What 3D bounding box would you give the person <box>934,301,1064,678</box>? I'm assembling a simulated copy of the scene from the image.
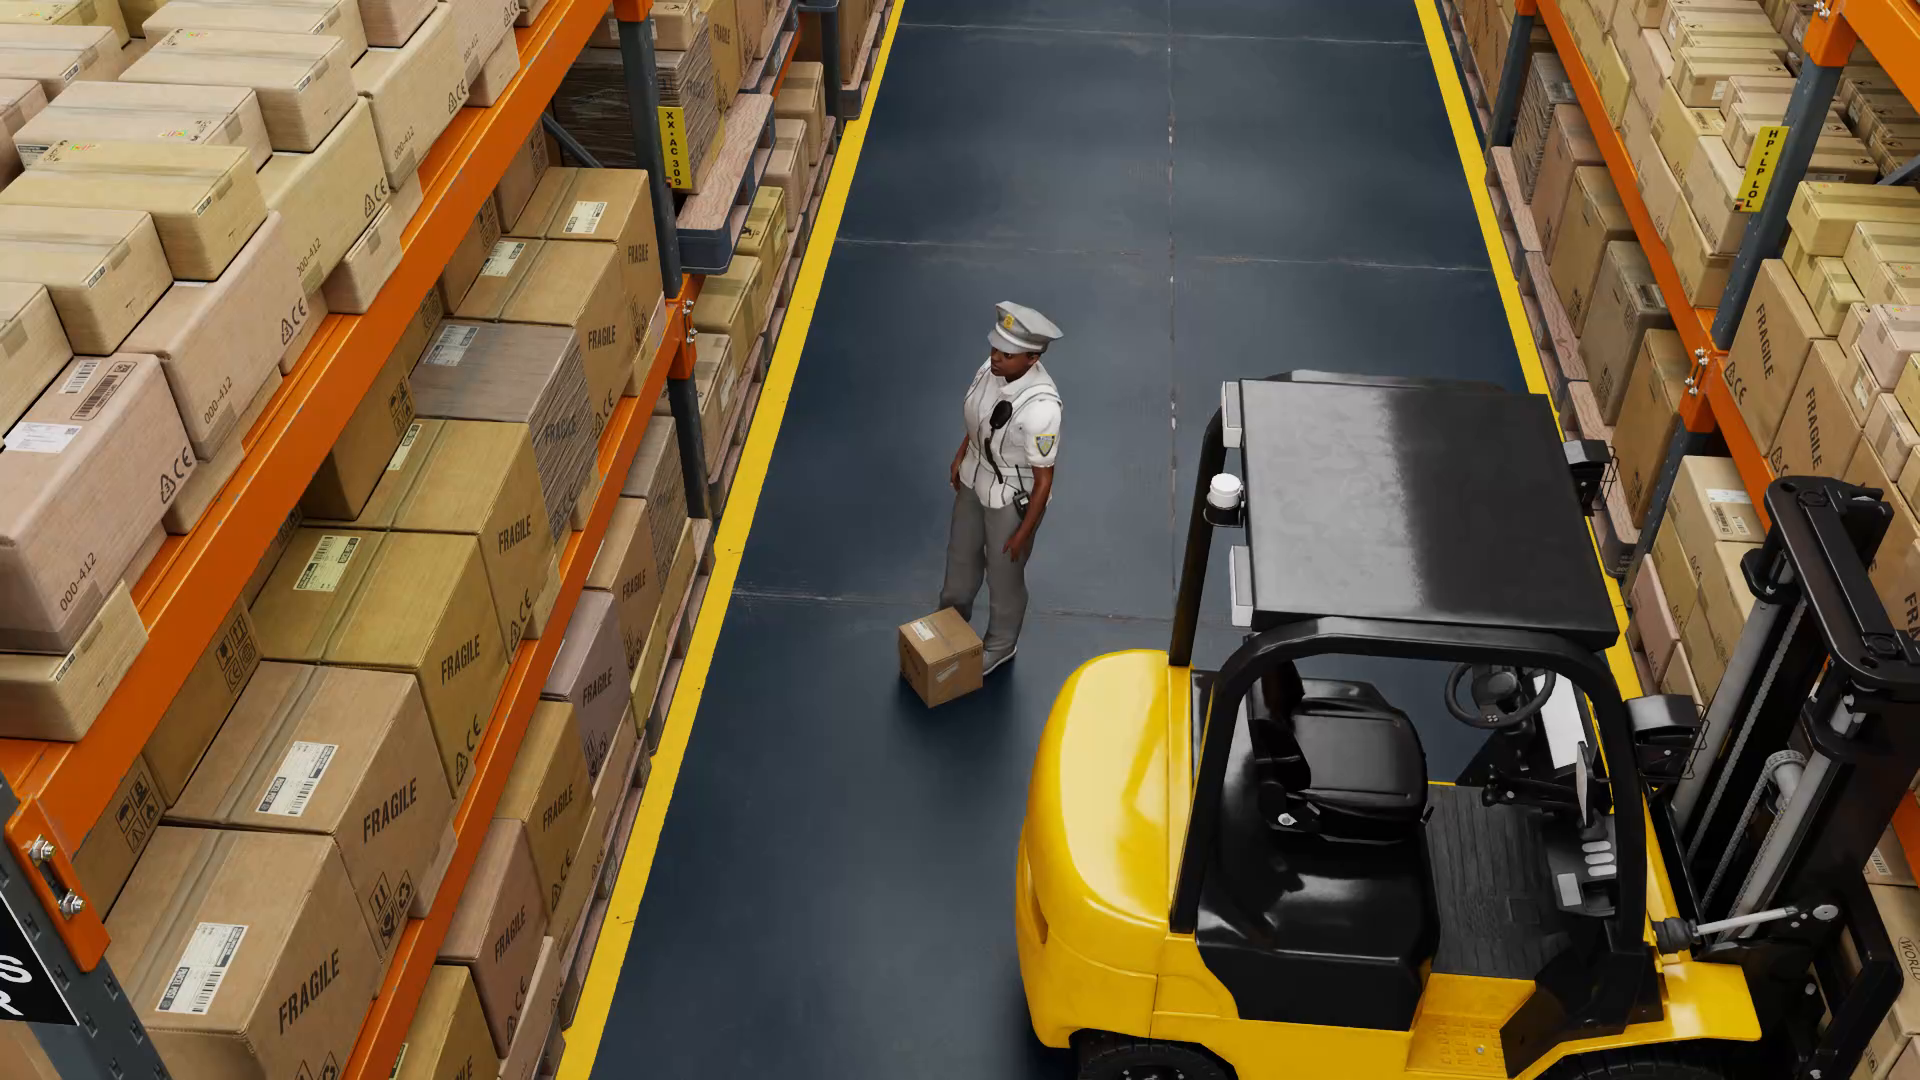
[{"bbox_3d":[0.090,-0.165,6.311,0.529,1.696,0.570,-18,44,-20],"label":"person"}]
